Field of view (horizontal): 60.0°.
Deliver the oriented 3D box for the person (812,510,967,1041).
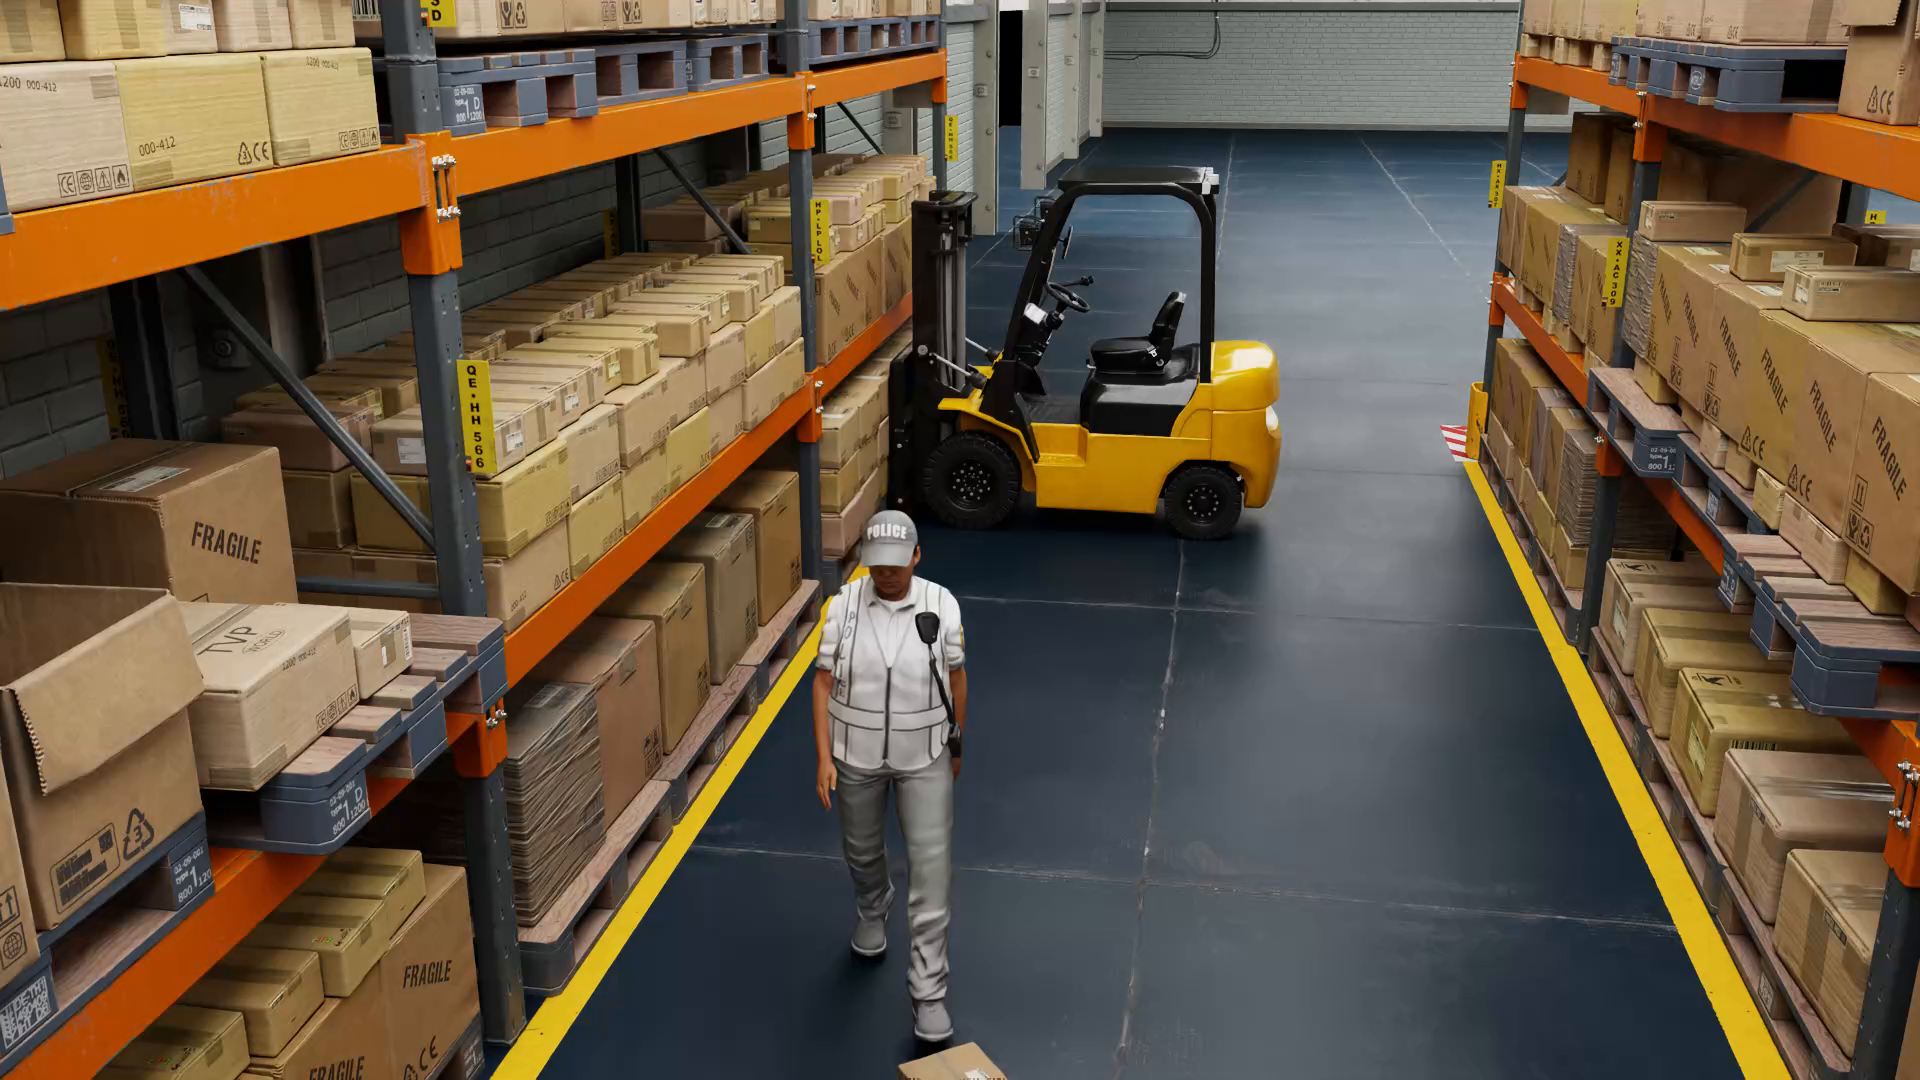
[{"bbox_3d":[-0.234,0.716,5.338,0.495,1.627,0.847,1,18,3],"label":"person"}]
